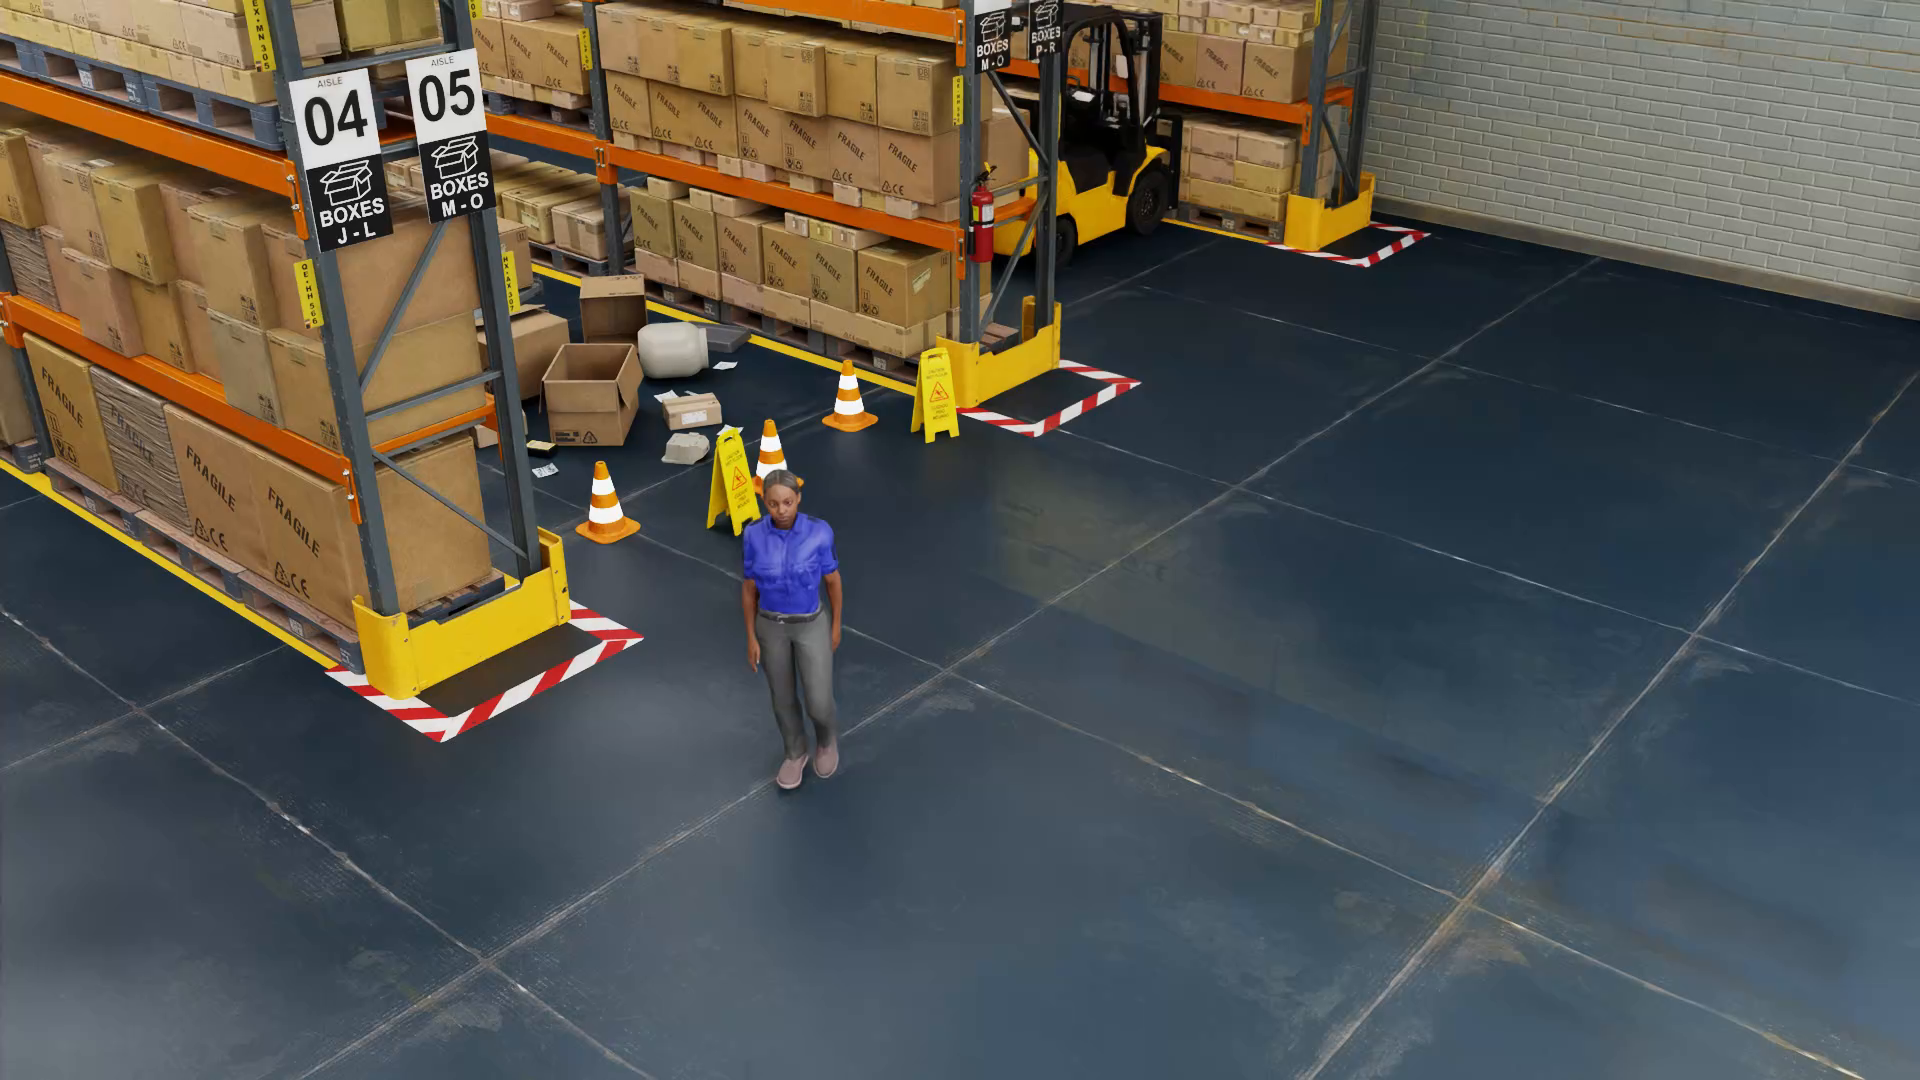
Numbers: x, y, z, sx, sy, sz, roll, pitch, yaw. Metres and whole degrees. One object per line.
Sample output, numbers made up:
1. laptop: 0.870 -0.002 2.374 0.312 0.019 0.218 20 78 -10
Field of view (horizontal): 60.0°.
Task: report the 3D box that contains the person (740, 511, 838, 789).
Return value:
1. person: -0.786 0.527 7.795 0.438 1.463 0.433 2 28 4
